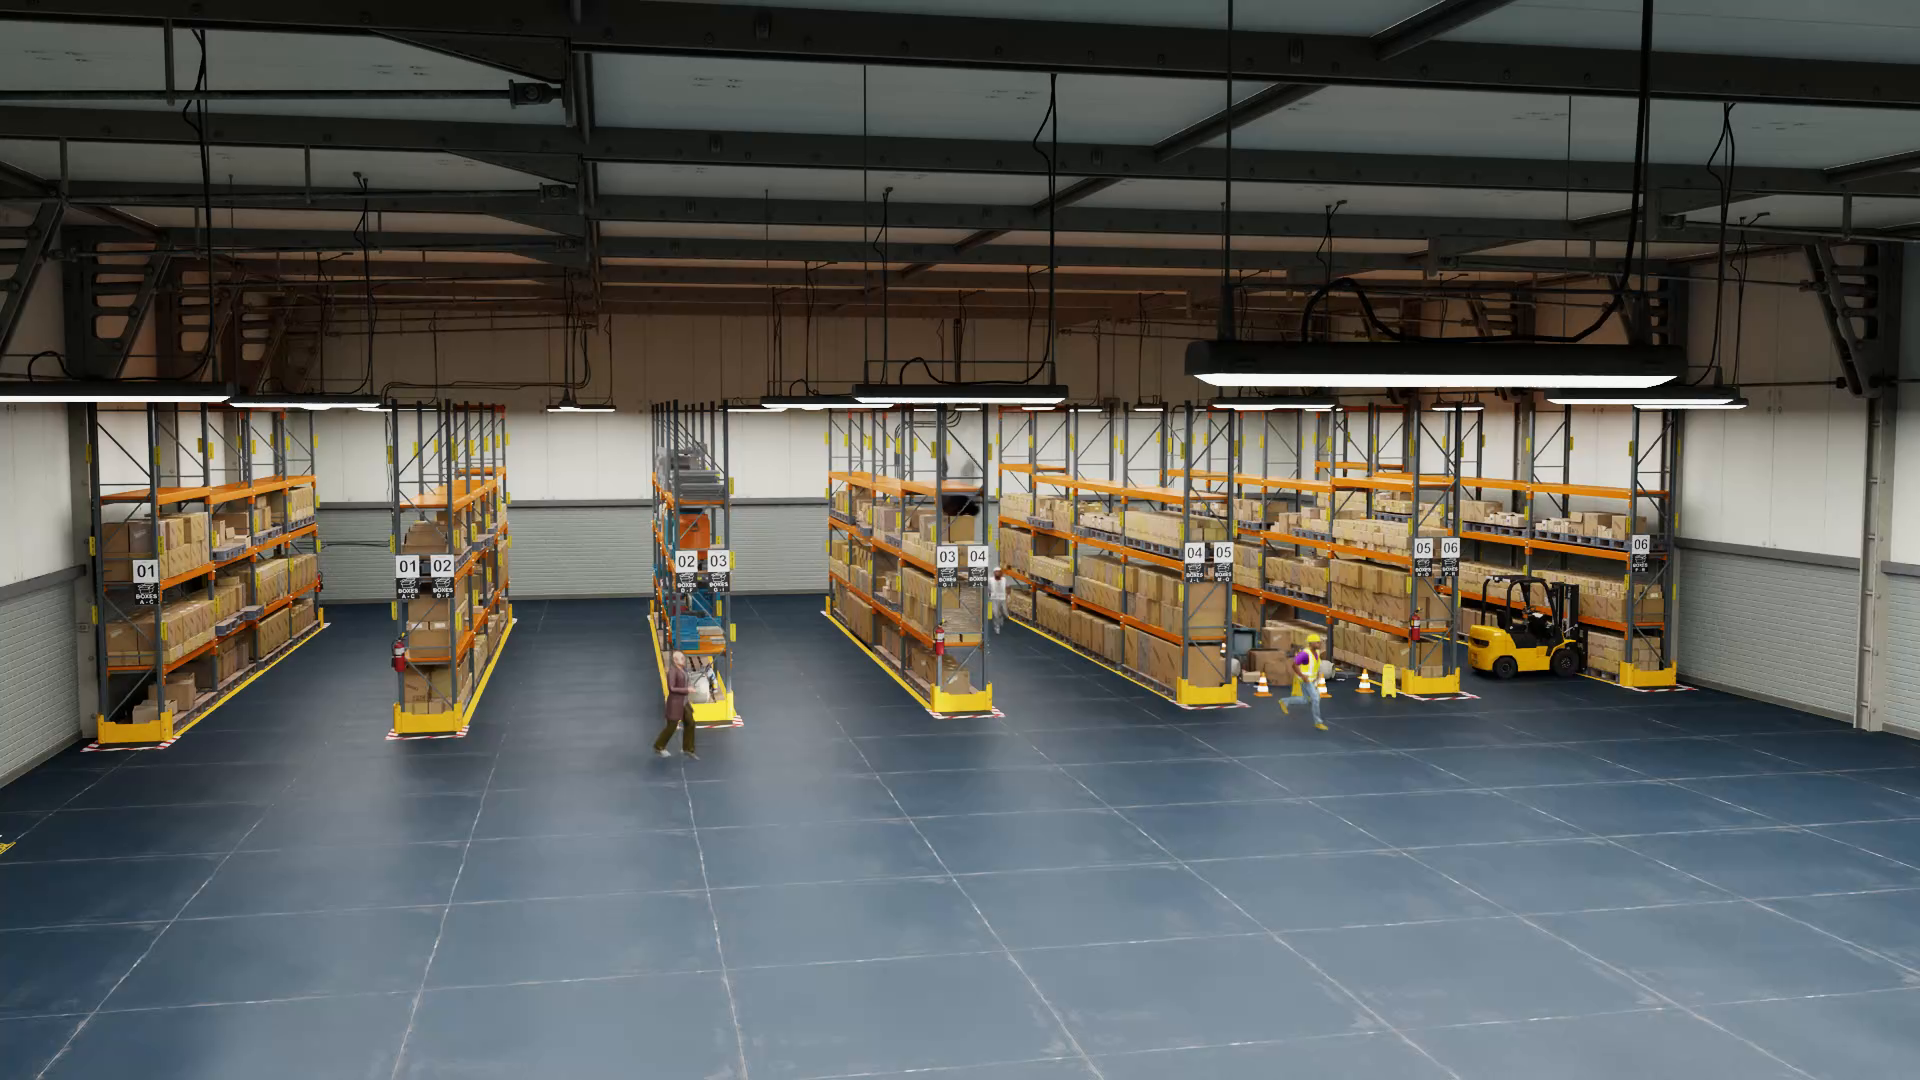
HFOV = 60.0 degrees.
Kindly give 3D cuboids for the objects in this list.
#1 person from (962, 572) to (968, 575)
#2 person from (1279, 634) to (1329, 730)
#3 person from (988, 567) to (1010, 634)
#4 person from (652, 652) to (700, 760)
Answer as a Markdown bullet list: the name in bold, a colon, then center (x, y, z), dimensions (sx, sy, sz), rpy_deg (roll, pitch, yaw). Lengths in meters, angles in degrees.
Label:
- **person**: center (0.078, 1.315, 47.512), dimensions (0.683, 1.641, 0.755), rpy_deg (0, 4, -3)
- **person**: center (6.302, 2.582, 30.481), dimensions (1.000, 1.752, 0.701), rpy_deg (3, 5, 34)
- **person**: center (1.008, 1.580, 43.699), dimensions (0.713, 1.736, 0.637), rpy_deg (-1, 4, -14)
- **person**: center (-4.697, 2.772, 27.547), dimensions (0.846, 1.867, 0.740), rpy_deg (1, 4, 14)
